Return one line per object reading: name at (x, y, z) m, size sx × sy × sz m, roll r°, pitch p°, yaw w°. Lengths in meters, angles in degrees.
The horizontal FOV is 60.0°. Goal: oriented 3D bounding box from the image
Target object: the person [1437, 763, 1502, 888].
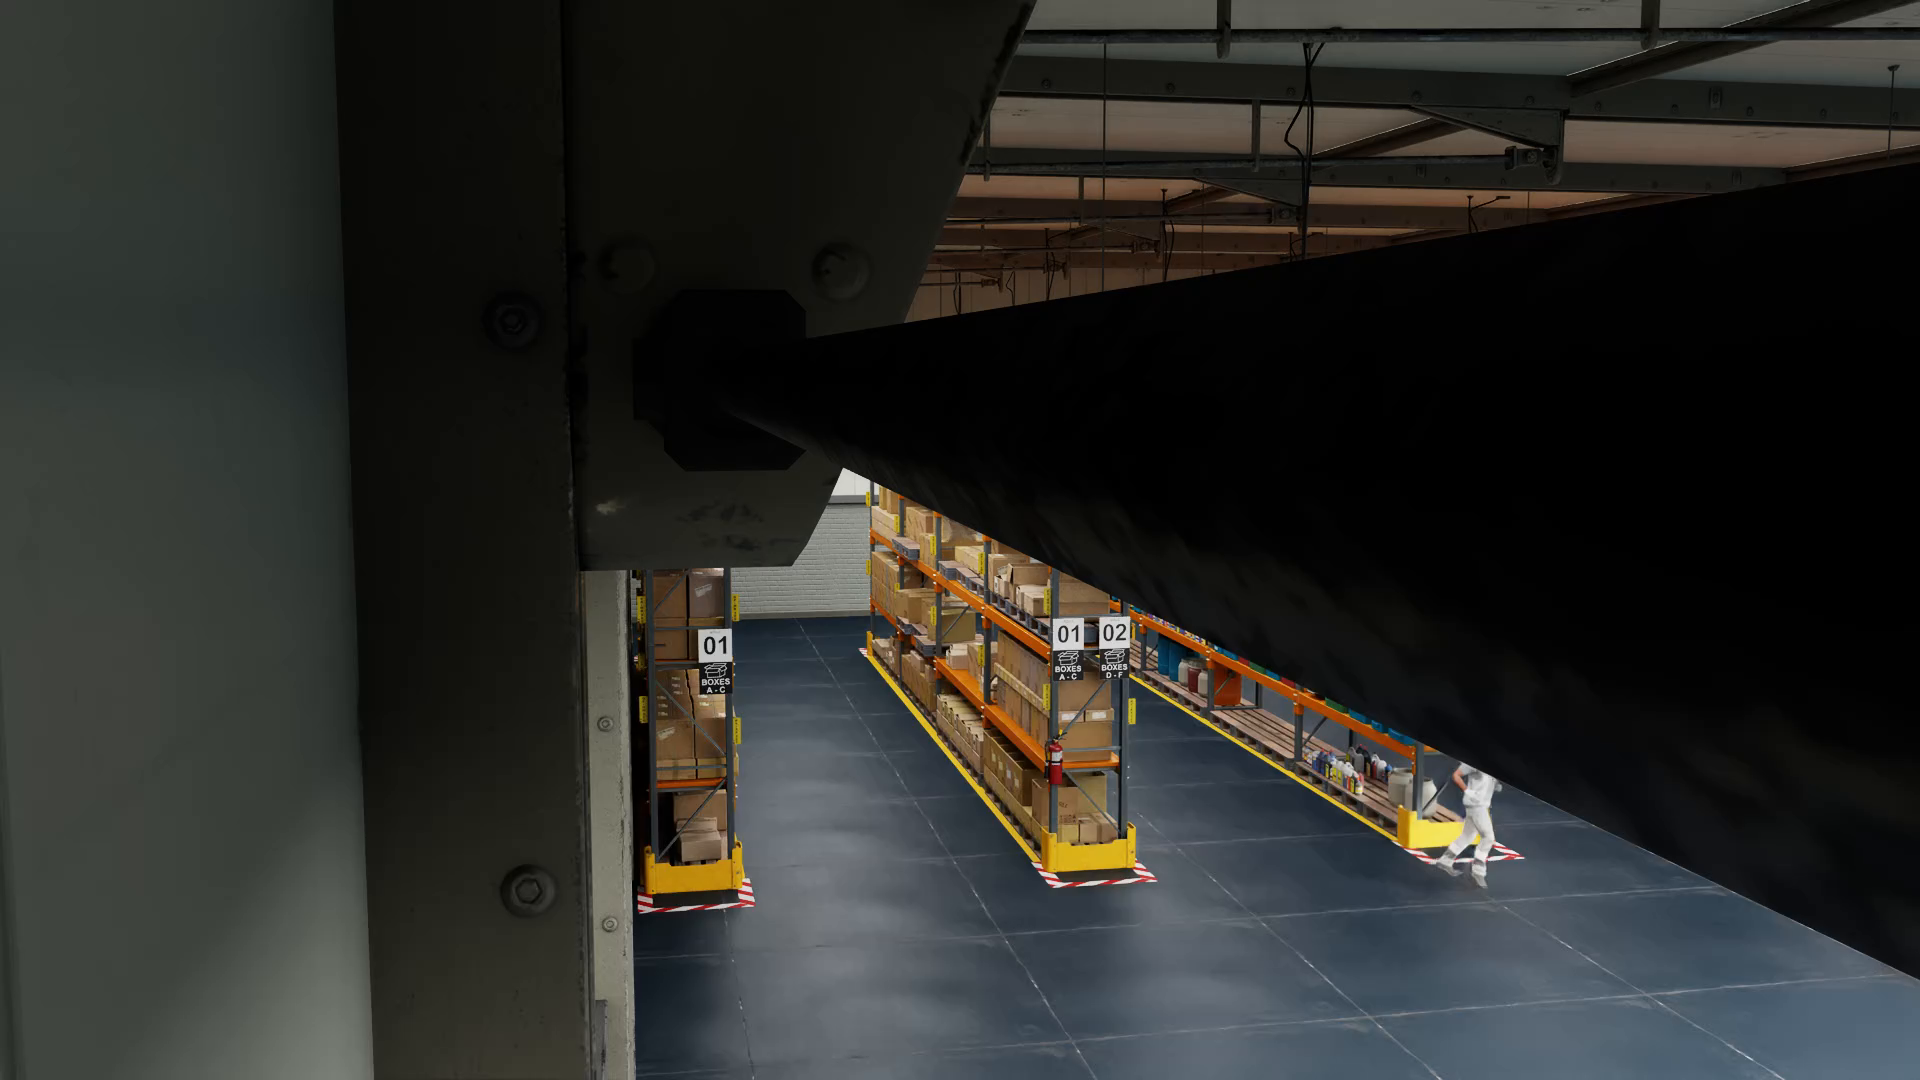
person at (6.334, 3.332, 20.565) m, size 0.697 × 1.827 × 0.714 m, roll 3°, pitch 7°, yaw 30°
